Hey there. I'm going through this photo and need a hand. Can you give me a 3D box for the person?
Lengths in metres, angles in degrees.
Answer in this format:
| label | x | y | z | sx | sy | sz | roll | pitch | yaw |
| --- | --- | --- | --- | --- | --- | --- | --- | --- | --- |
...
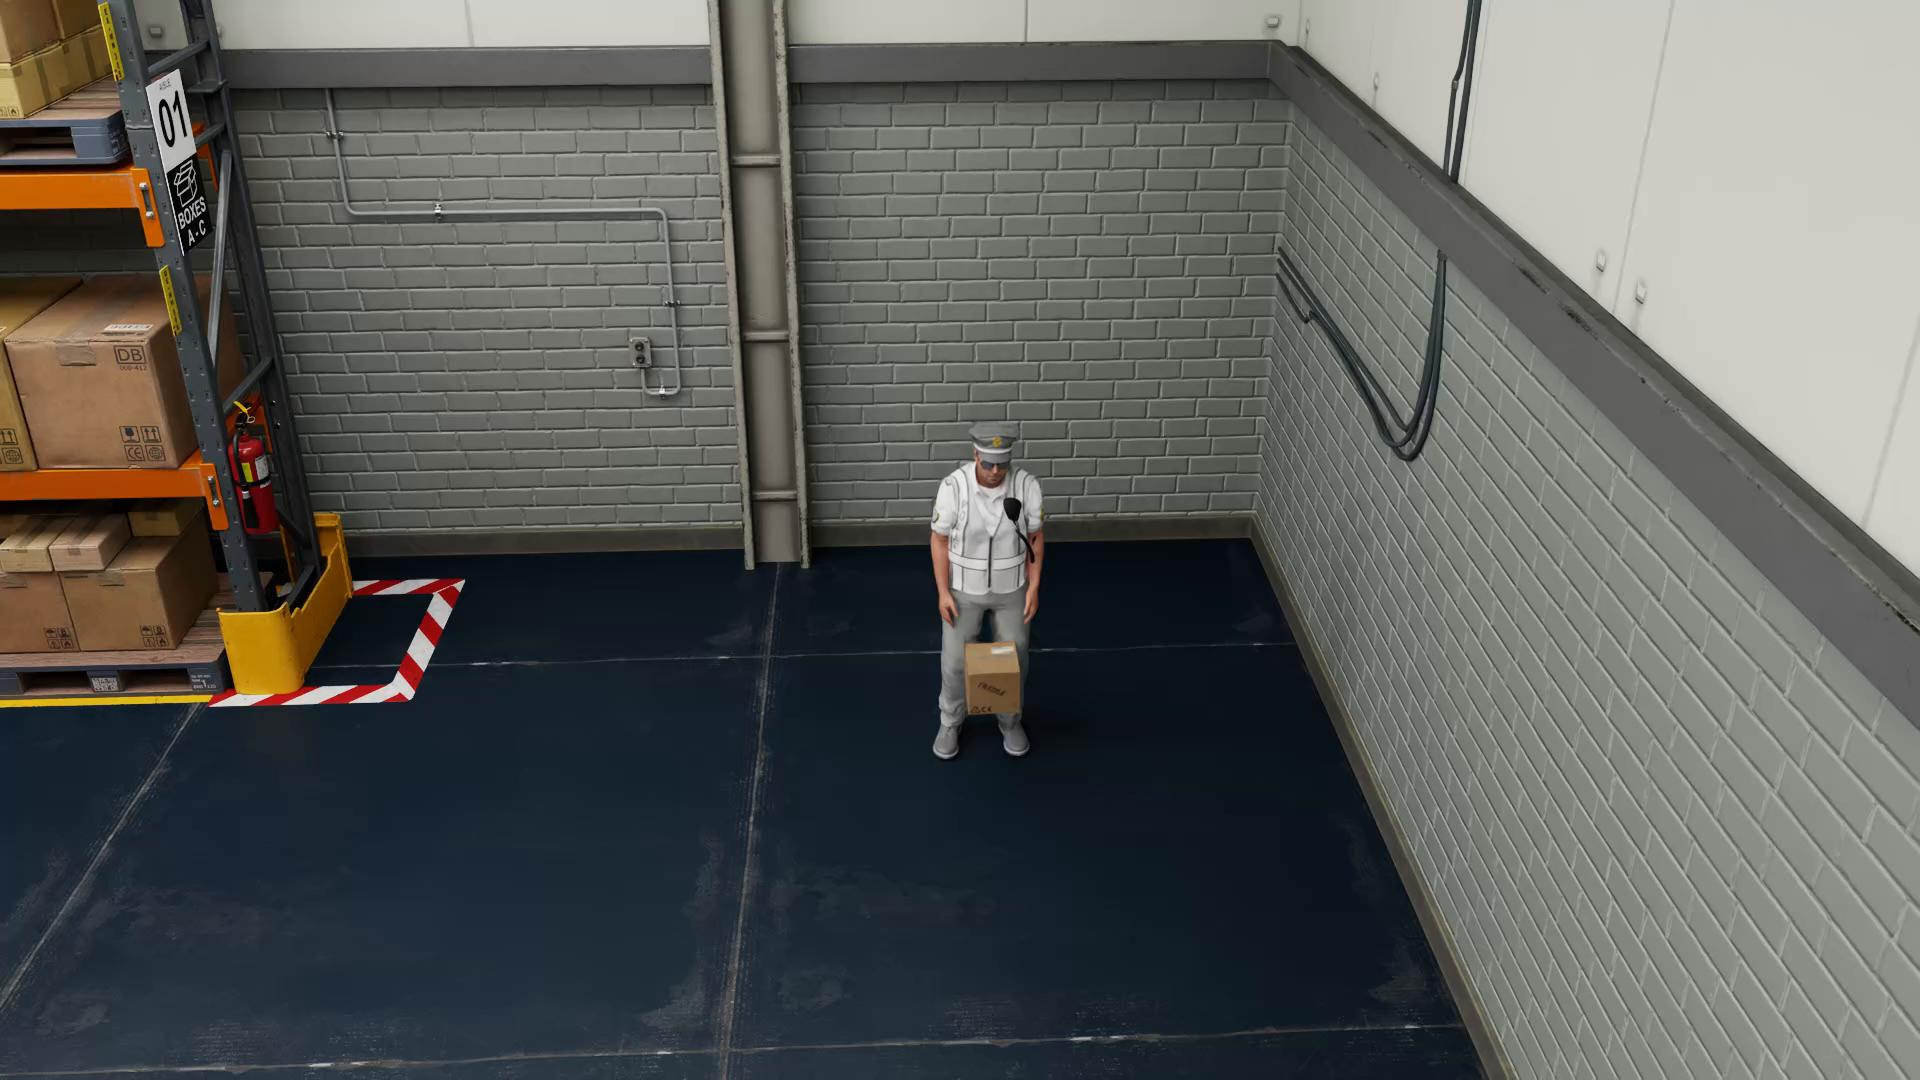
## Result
| label | x | y | z | sx | sy | sz | roll | pitch | yaw |
| --- | --- | --- | --- | --- | --- | --- | --- | --- | --- |
| person | 0.134 | 0.228 | 8.162 | 0.560 | 1.755 | 0.437 | -2 | 27 | -4 |
